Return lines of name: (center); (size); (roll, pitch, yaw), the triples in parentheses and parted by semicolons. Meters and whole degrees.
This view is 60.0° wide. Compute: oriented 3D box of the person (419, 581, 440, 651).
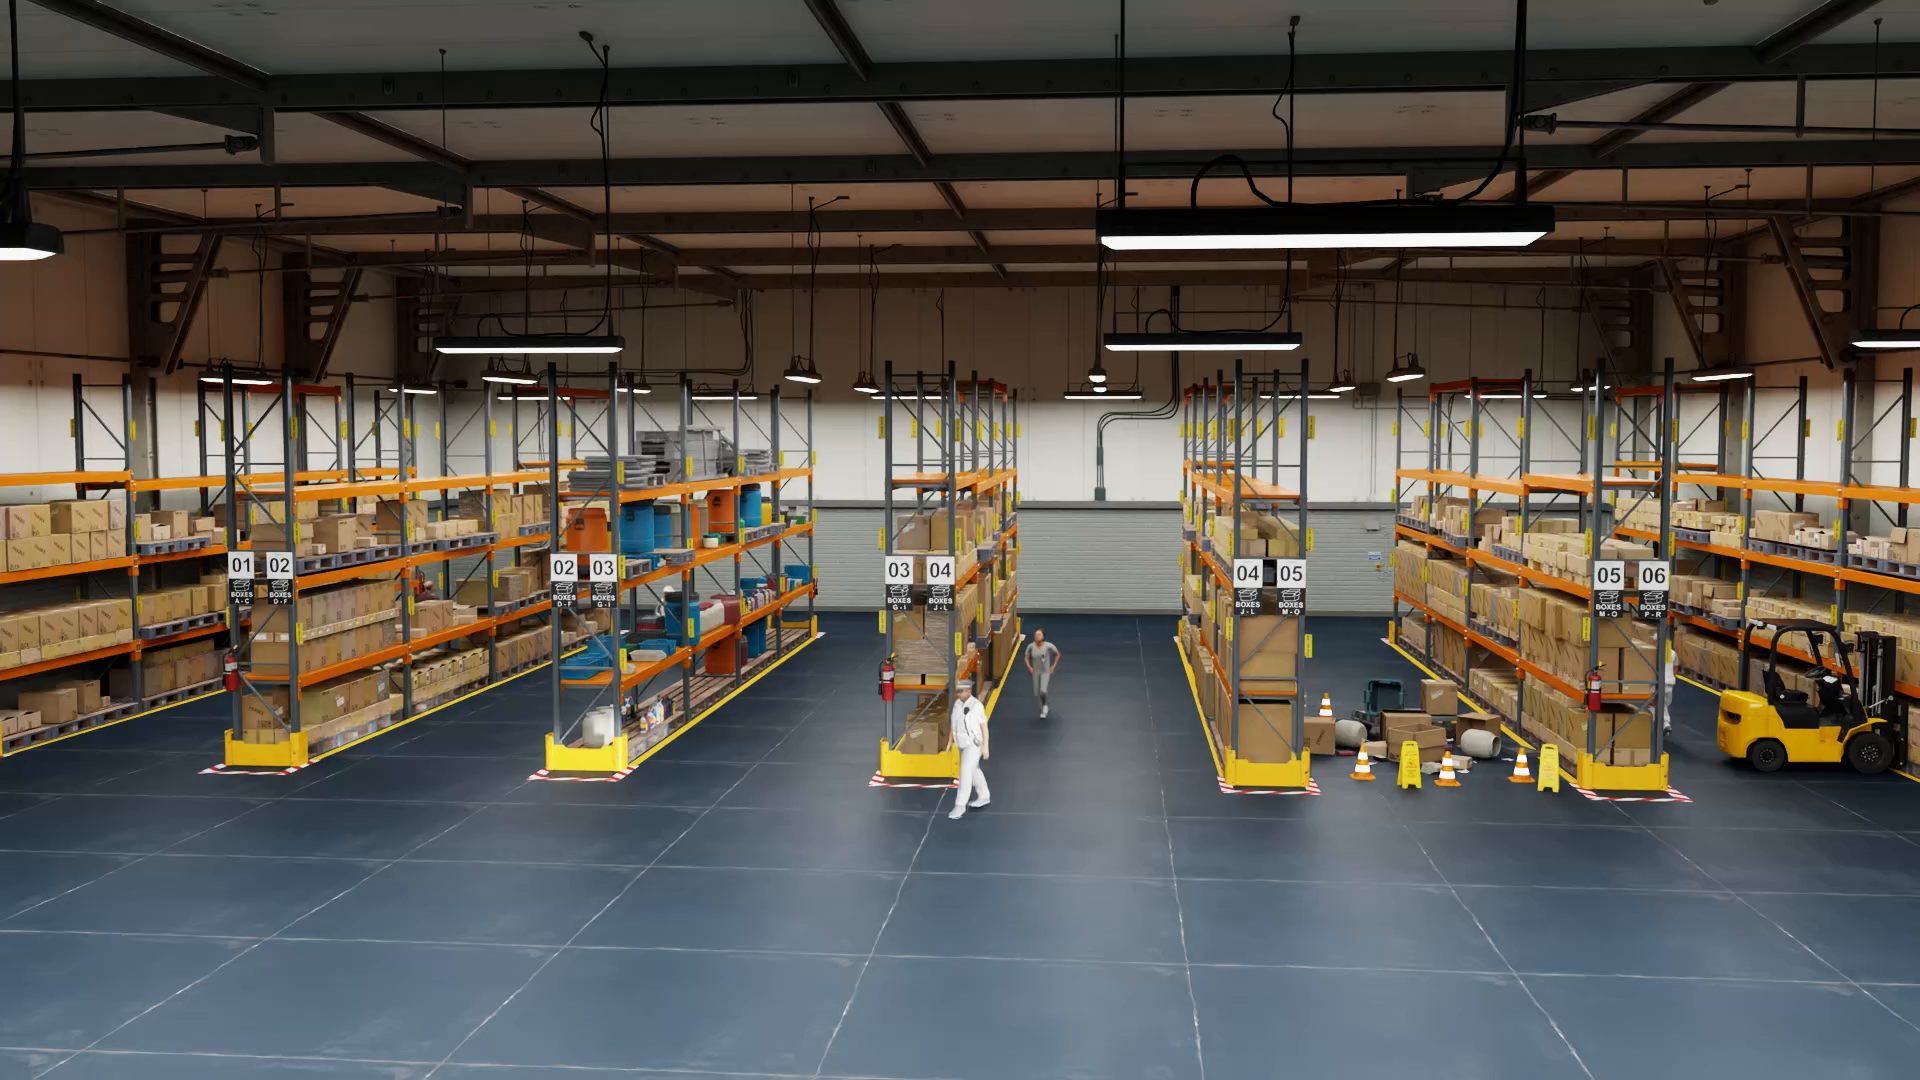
person: (-11.431, 1.765, 35.799); (0.633, 1.778, 0.586); (2, 4, 31)

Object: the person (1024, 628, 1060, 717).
person: (1.432, 2.312, 28.889); (0.601, 1.588, 0.708); (1, 4, 15)

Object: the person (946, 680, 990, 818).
person: (0.082, 2.694, 21.834); (0.863, 1.737, 0.580); (-2, 5, -34)

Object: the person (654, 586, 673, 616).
person: (-6.204, 1.810, 35.771); (0.631, 1.682, 0.727); (1, 4, 17)

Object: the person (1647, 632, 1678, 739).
person: (11.417, 2.370, 26.967); (0.607, 1.726, 0.744); (0, 4, -7)
